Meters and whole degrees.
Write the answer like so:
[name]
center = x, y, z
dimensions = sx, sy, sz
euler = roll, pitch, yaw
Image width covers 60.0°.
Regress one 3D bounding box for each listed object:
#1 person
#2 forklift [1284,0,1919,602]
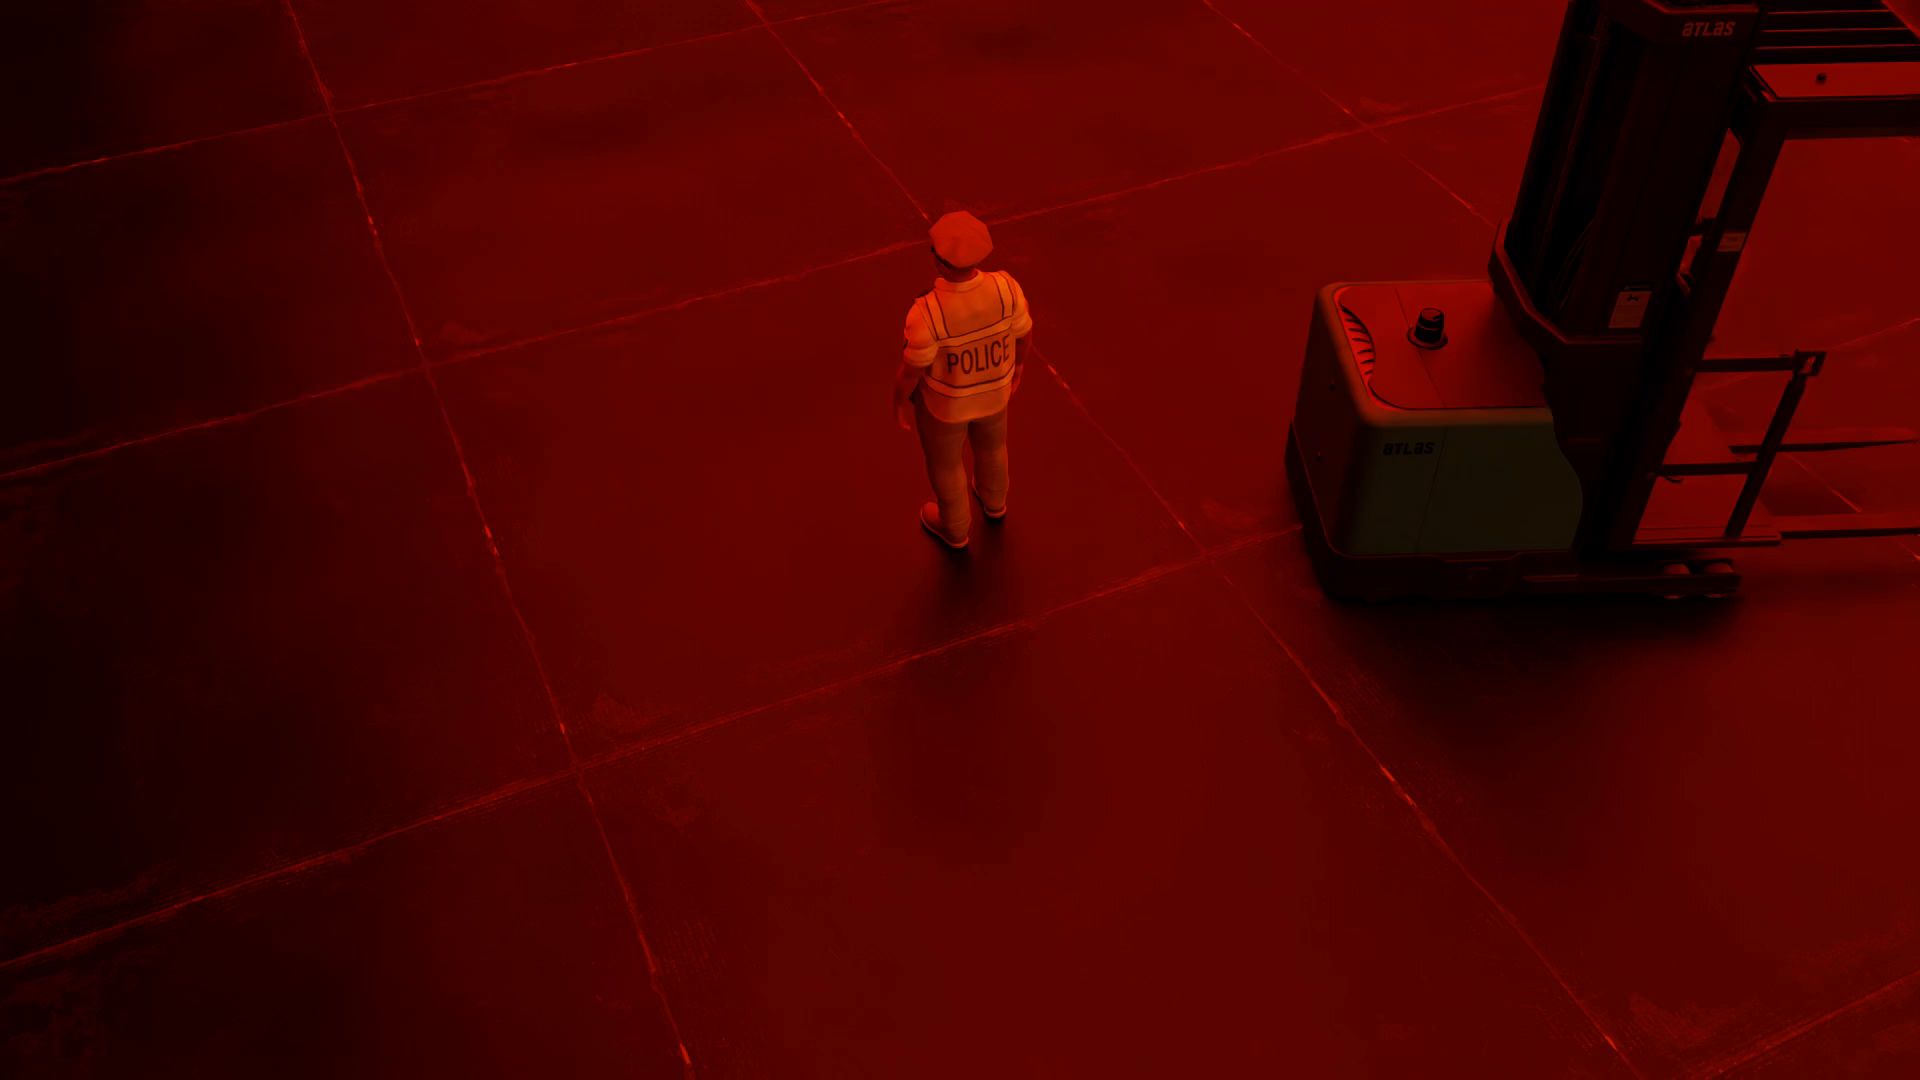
[person]
center = -0.023, -0.708, 7.271
dimensions = 0.641, 1.778, 0.574
euler = -18, 46, -18
[forklift]
center = 3.120, -1.166, 6.929
dimensions = 3.031, 2.935, 1.130
euler = -2, 43, -2
